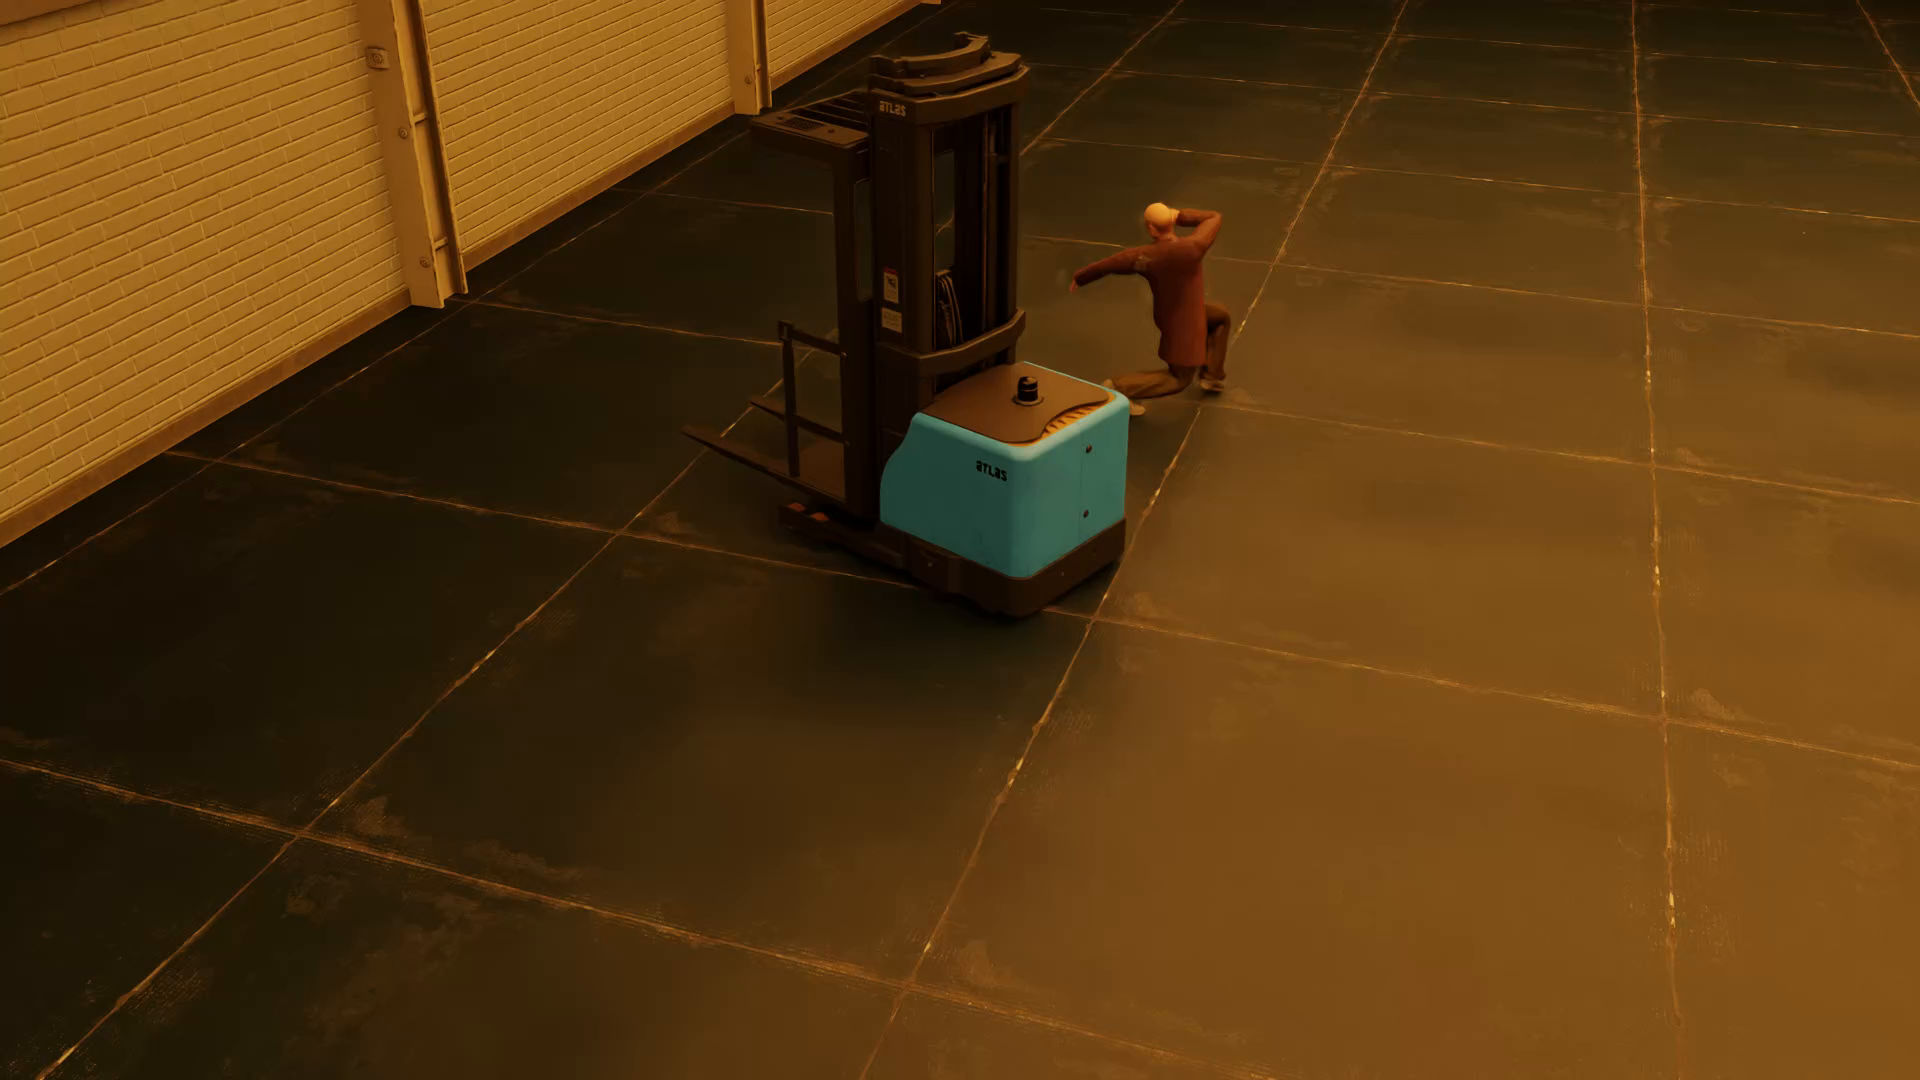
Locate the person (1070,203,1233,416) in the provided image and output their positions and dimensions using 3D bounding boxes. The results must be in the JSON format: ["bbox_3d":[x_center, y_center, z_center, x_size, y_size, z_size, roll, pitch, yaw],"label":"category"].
[{"bbox_3d":[1.375,-1.676,11.559,1.046,1.473,0.963,-18,34,-28],"label":"person"}]

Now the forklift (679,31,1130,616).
[{"bbox_3d":[-0.477,-1.449,9.679,3.031,2.935,1.130,23,37,34],"label":"forklift"}]
